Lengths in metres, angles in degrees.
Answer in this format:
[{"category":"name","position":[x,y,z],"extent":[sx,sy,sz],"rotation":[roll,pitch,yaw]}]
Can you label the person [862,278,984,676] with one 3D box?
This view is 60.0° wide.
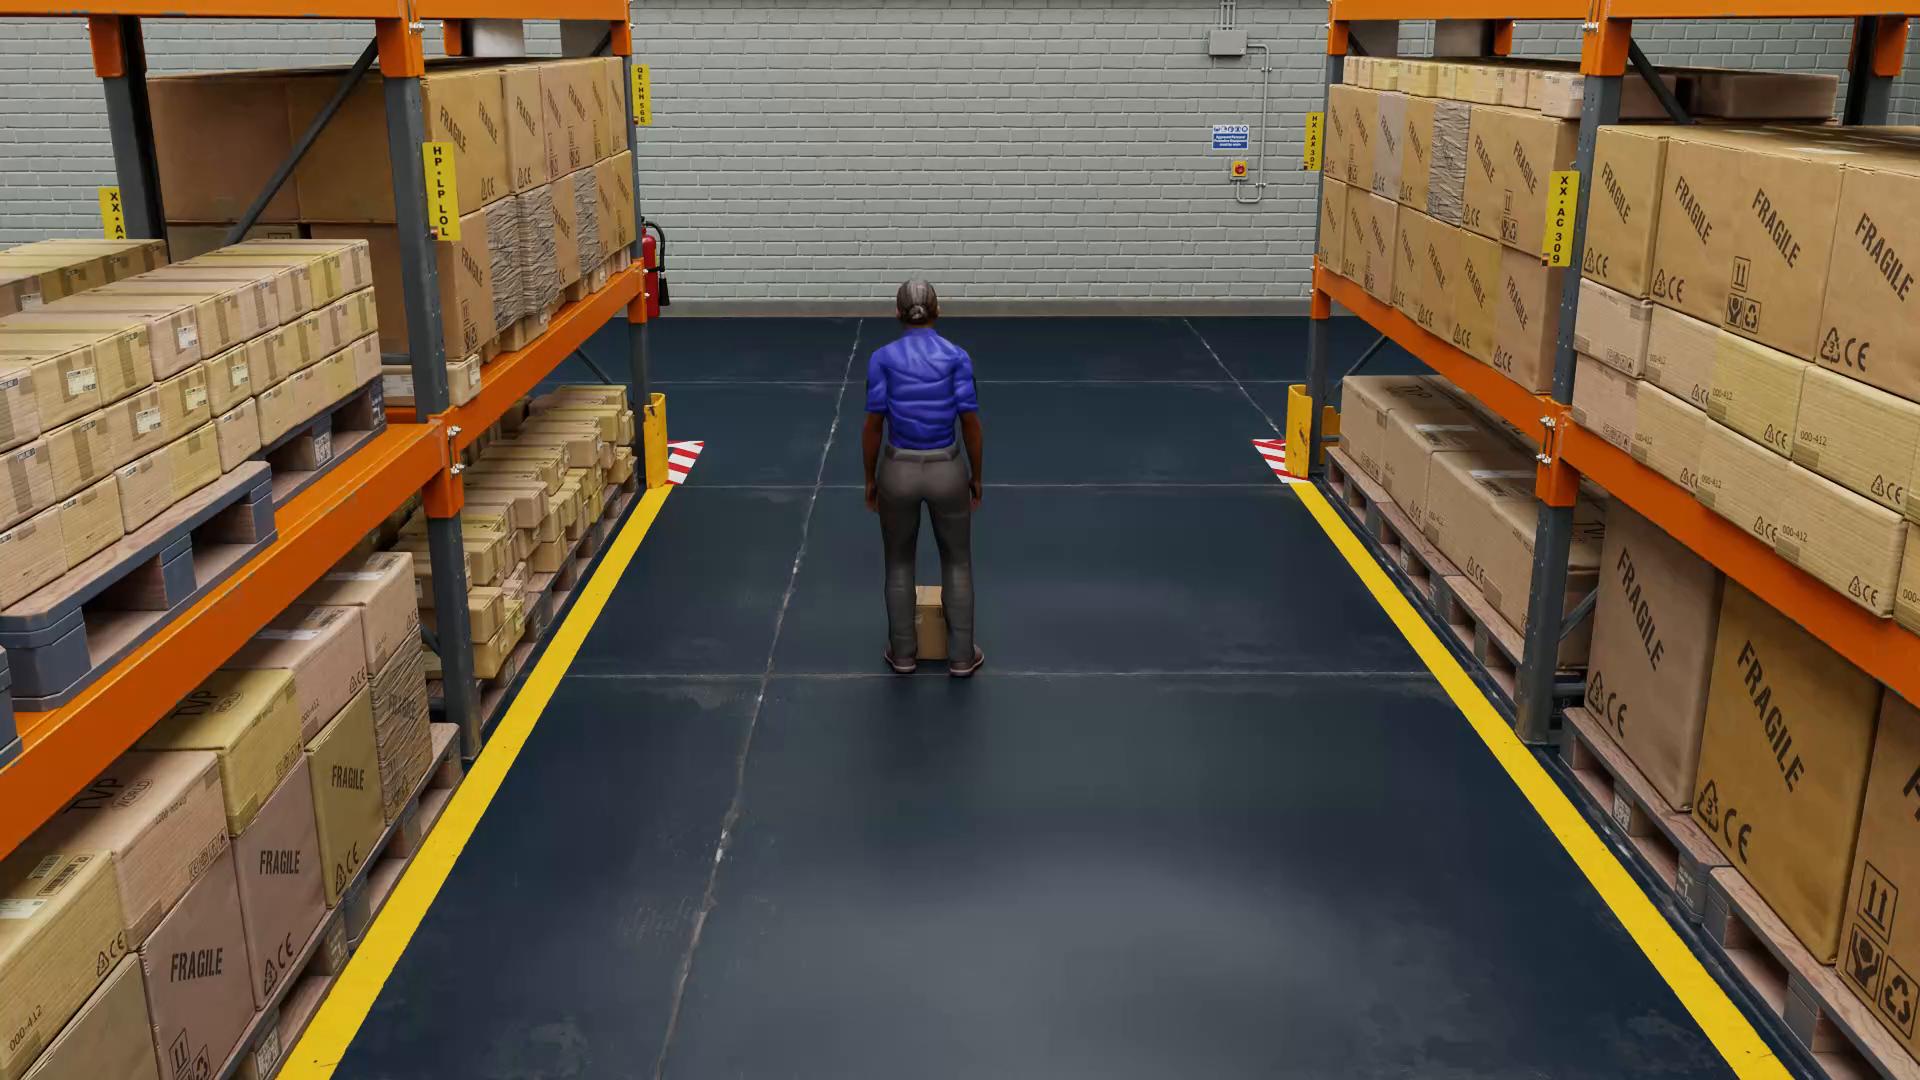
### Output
[{"category":"person","position":[-0.147,-0.247,6.851],"extent":[0.503,1.654,0.396],"rotation":[0,17,-1]}]
